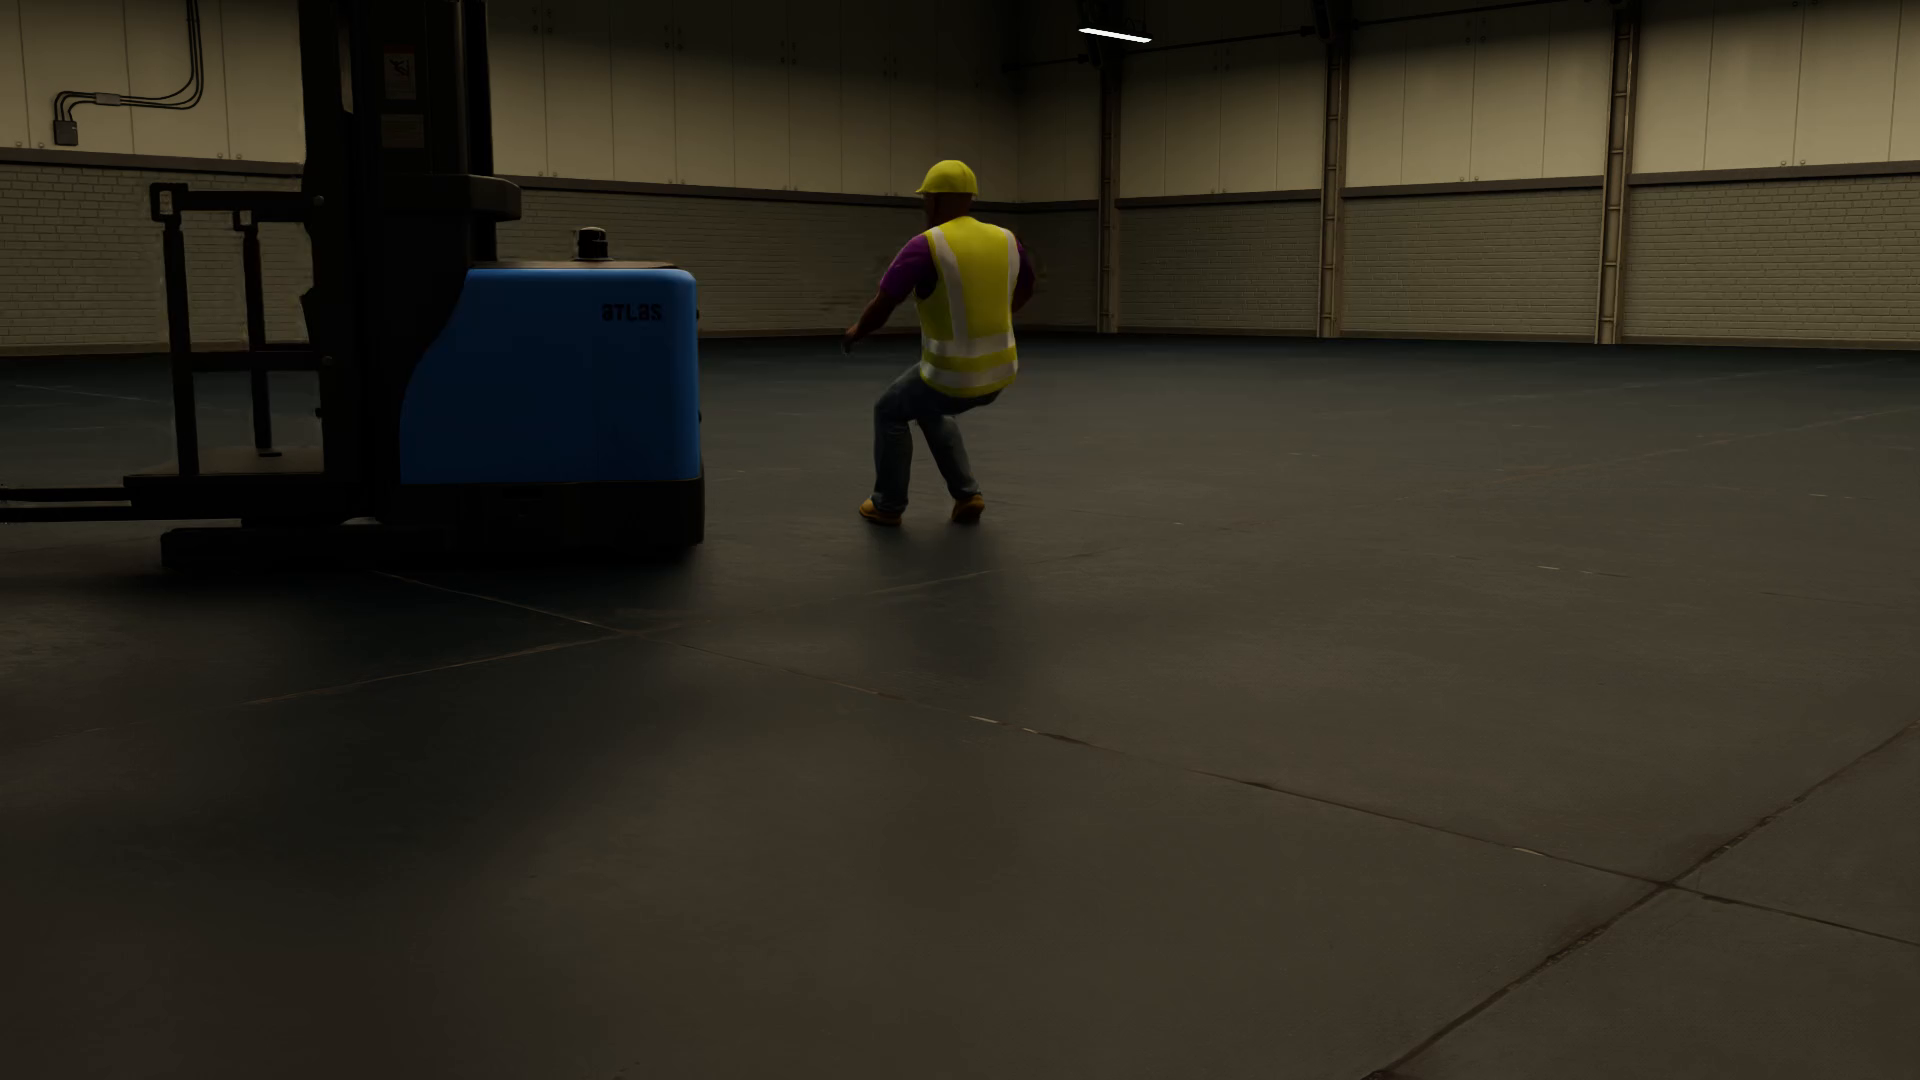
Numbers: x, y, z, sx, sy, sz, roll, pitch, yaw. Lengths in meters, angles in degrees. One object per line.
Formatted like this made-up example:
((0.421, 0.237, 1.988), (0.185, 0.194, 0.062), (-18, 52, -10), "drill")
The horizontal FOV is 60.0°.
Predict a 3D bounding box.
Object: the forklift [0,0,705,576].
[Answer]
((-2.521, -1.406, 6.209), (3.031, 2.935, 1.130), (-1, 9, -8), "forklift")

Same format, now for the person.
((-0.164, -0.779, 6.928), (0.879, 1.540, 0.865), (8, 12, 43), "person")
